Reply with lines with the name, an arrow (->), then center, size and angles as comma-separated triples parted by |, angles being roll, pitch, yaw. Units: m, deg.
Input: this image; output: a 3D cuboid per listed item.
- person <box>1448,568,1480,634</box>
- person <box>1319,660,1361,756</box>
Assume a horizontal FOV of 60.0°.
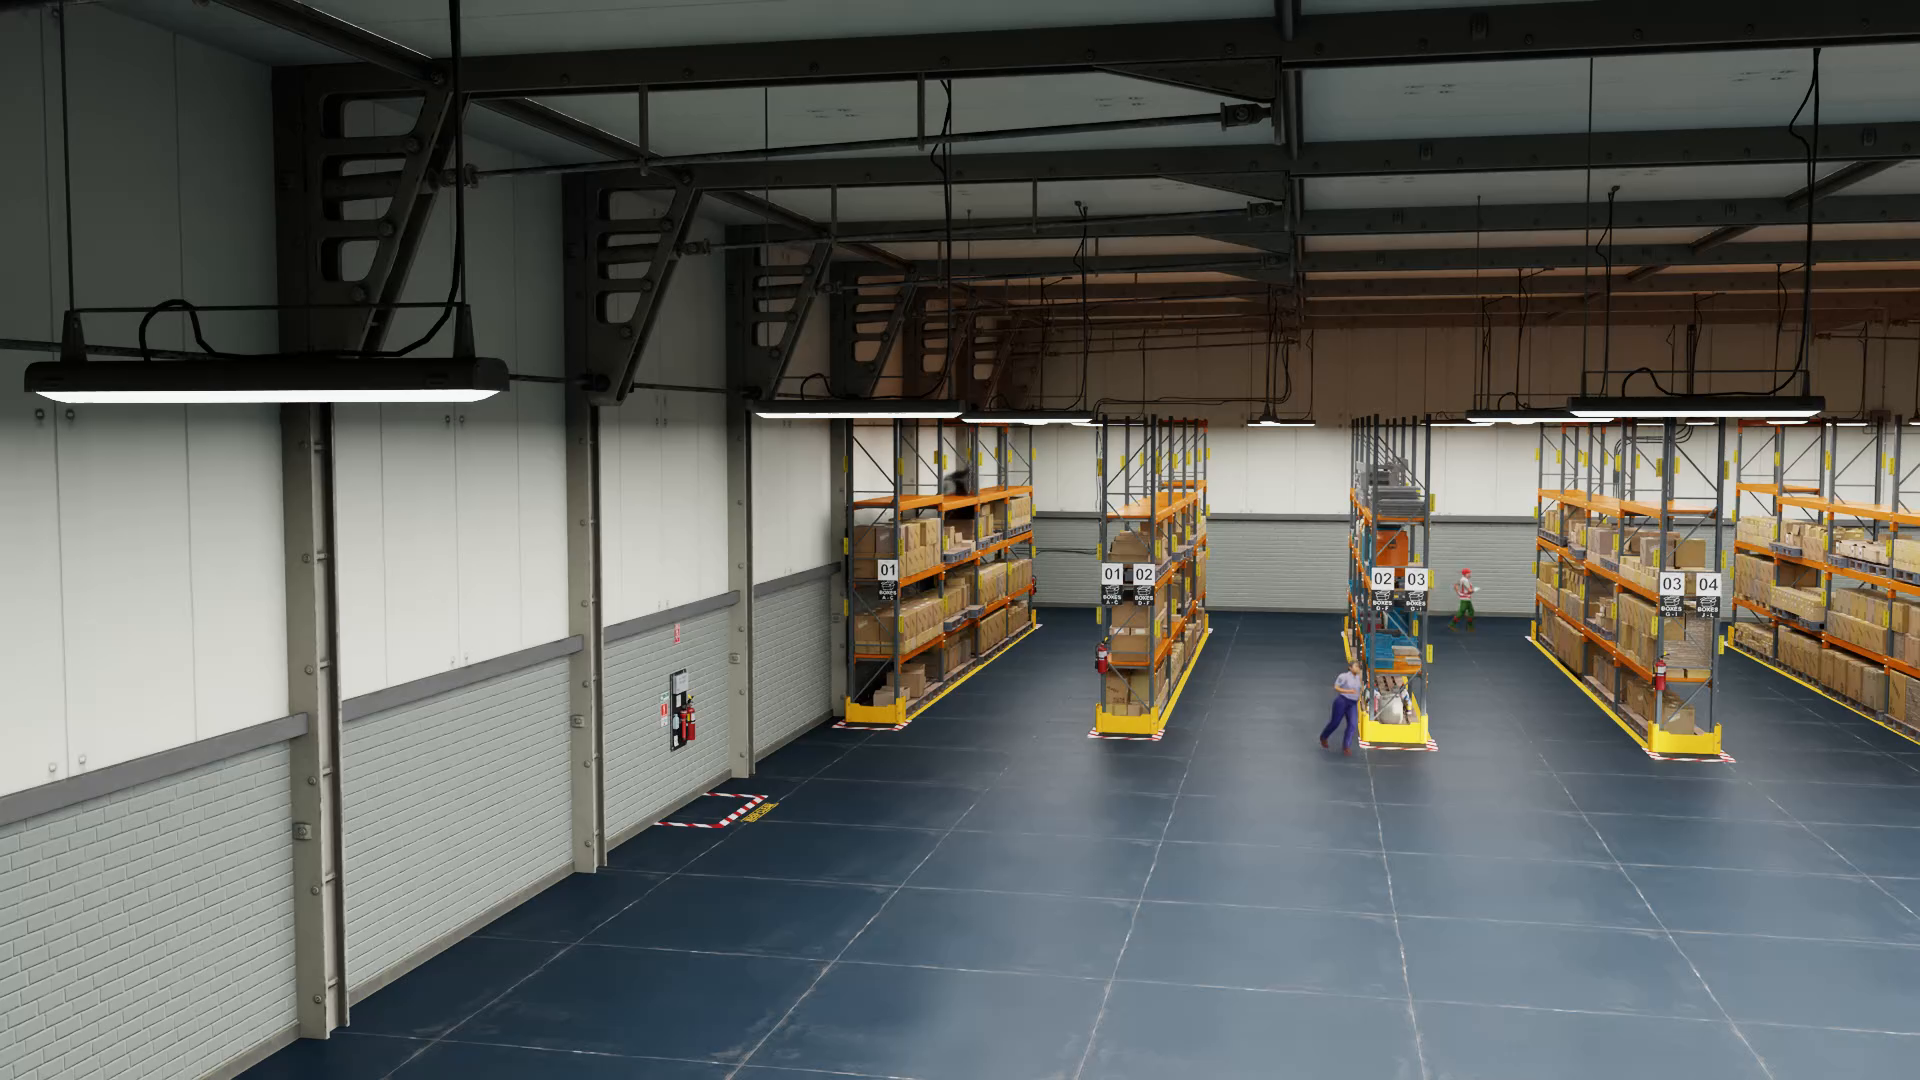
person -> 14.129, 1.715, 46.592 | 0.835, 1.845, 0.661 | 1, 4, 12
person -> 6.876, 2.949, 29.530 | 0.642, 1.636, 0.883 | -1, 4, -21
